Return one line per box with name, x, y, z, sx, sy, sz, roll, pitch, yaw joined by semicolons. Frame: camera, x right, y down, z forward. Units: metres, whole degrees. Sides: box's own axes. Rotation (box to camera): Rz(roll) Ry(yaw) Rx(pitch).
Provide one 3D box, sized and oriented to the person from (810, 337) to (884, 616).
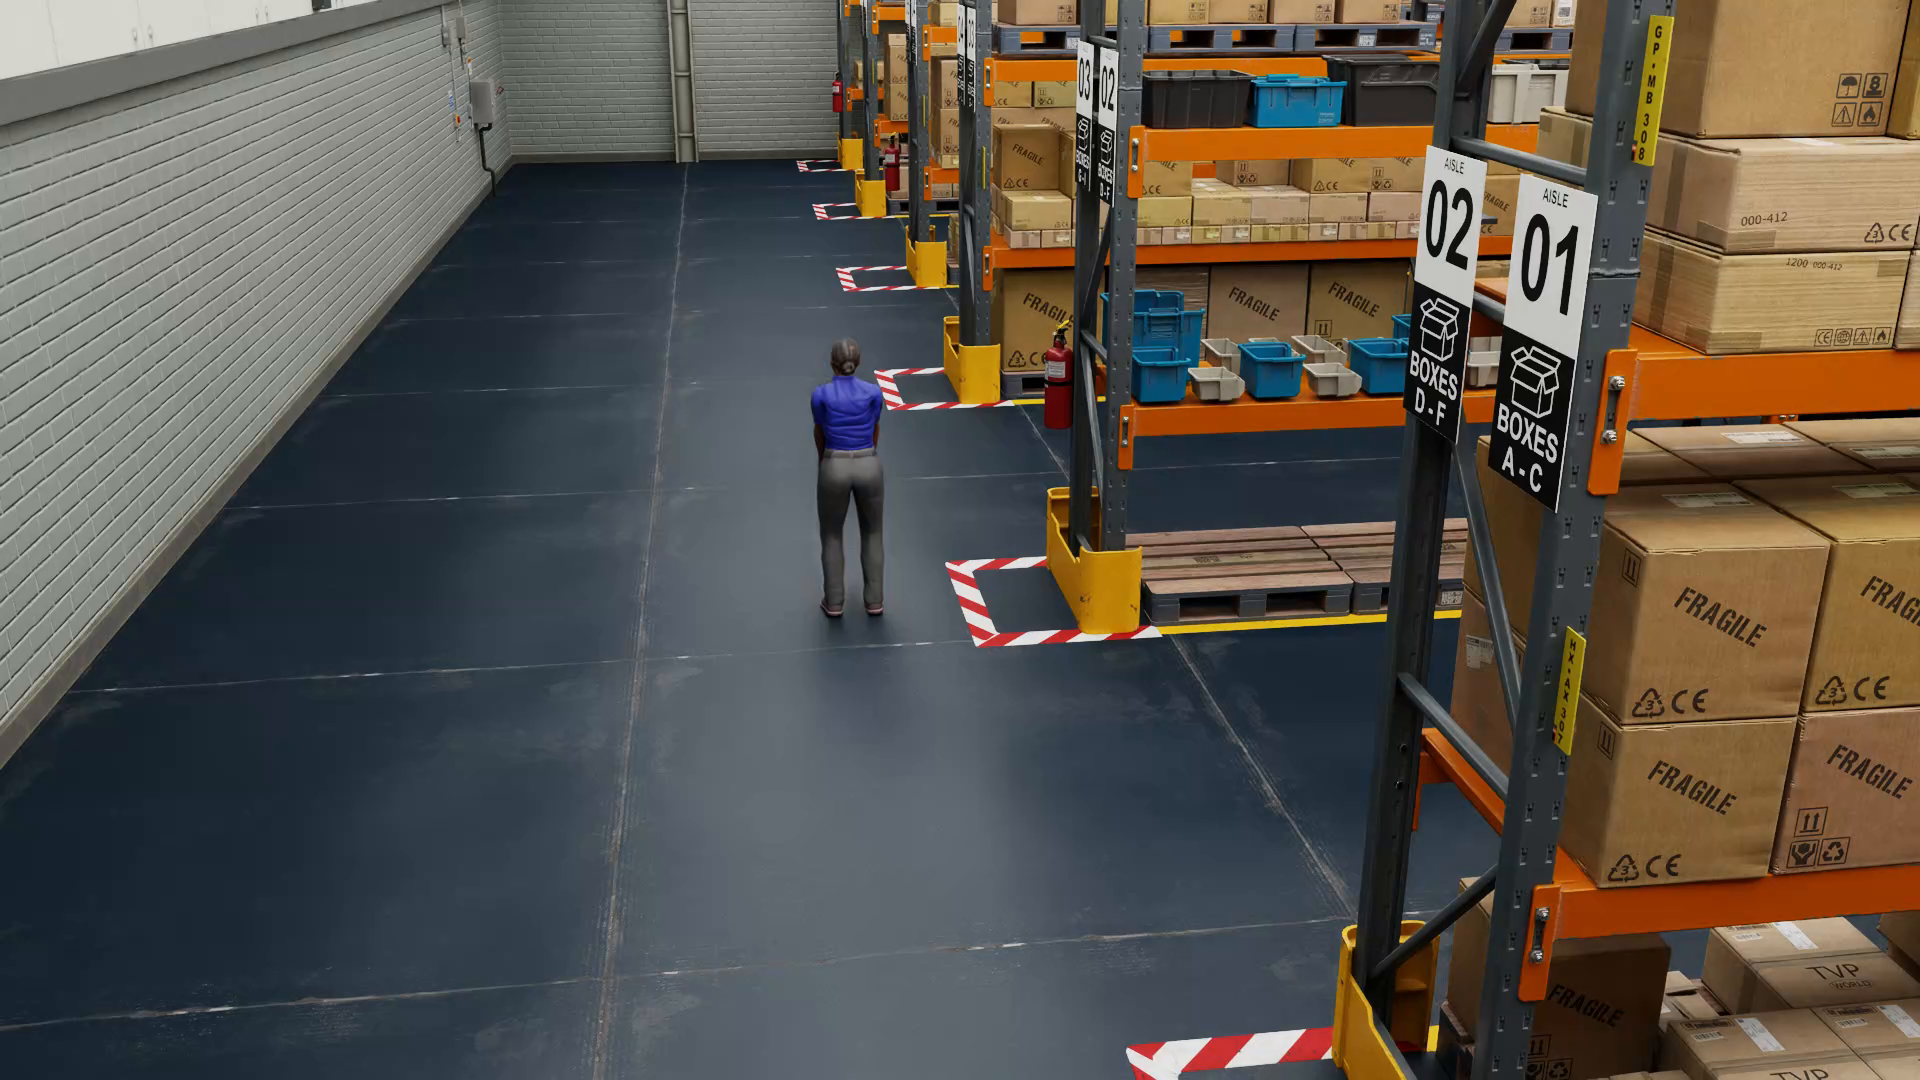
person;-0.654;-0.387;9.655;0.412;1.656;0.510;-3;20;-9
